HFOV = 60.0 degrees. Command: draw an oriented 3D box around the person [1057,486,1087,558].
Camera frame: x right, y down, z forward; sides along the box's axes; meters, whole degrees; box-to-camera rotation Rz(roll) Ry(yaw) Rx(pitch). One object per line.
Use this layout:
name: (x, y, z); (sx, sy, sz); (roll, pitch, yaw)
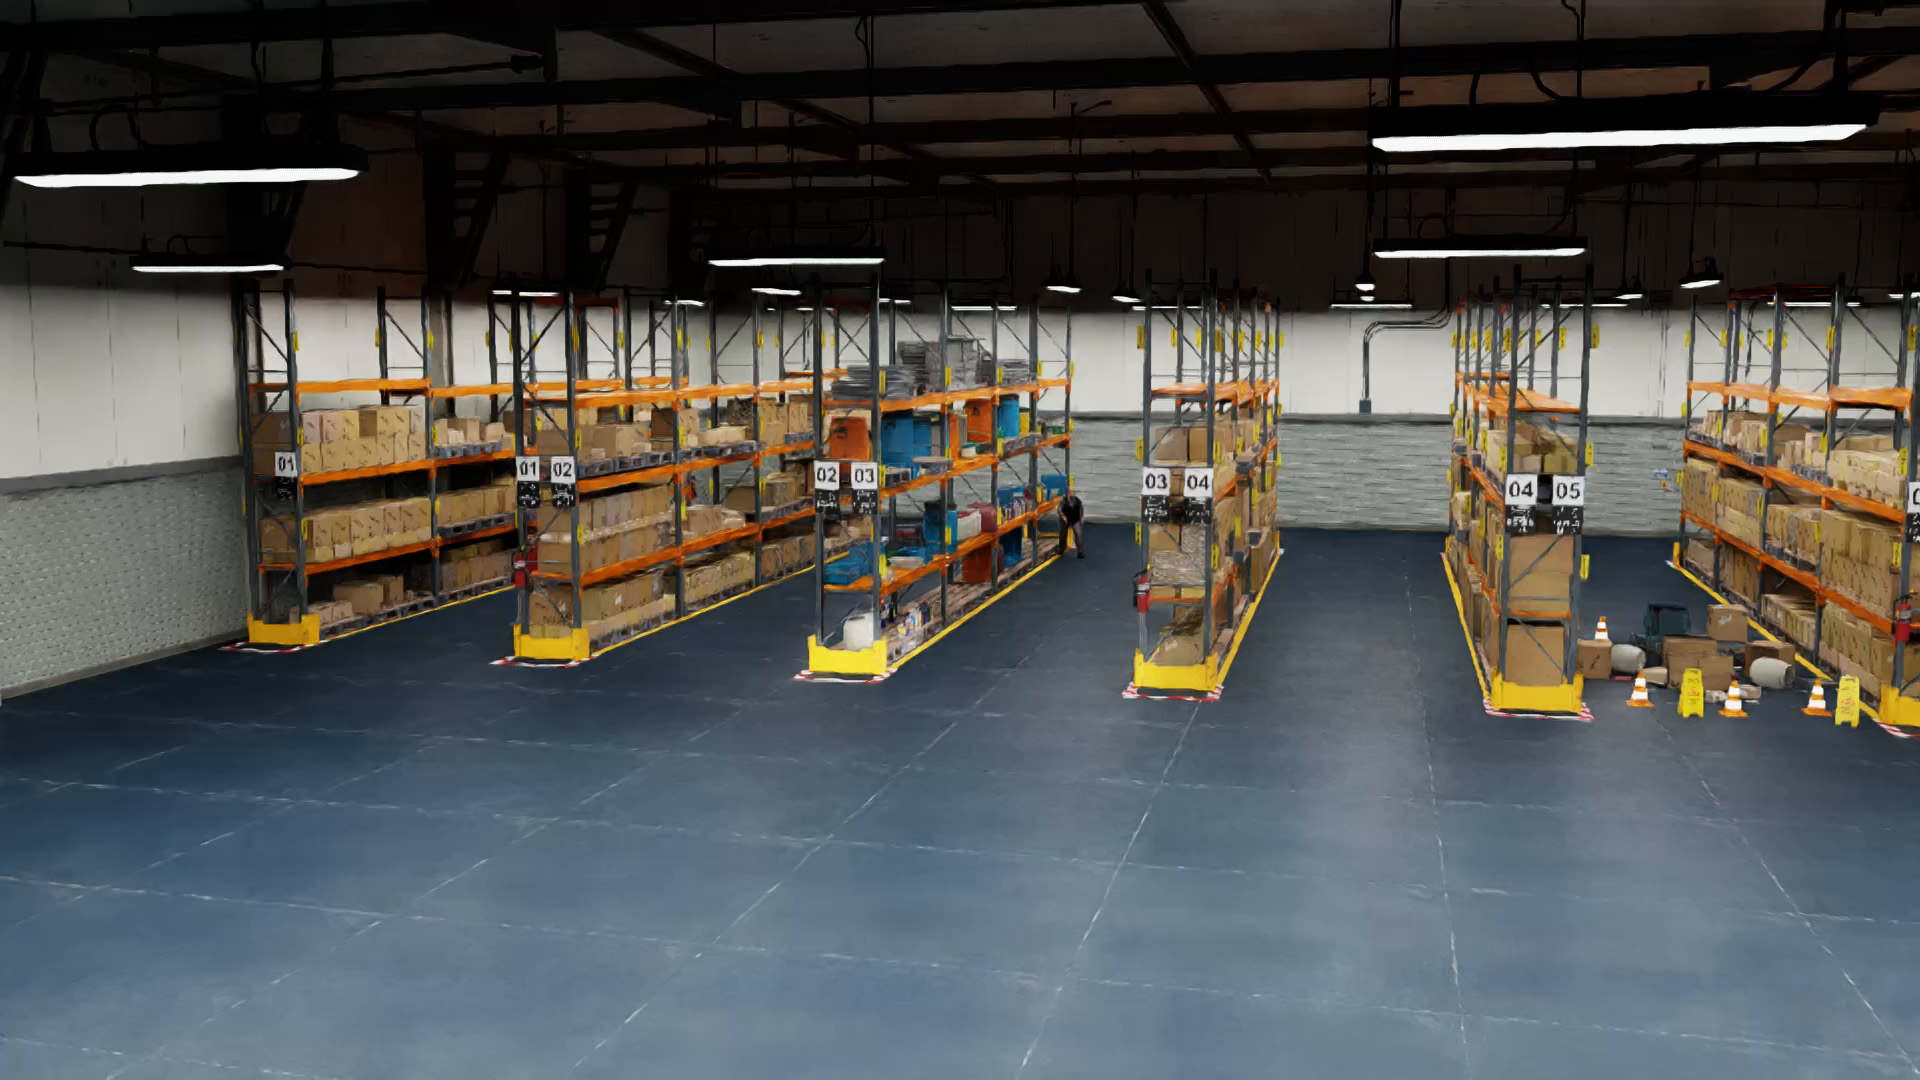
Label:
person: (2.560, -0.436, 38.471); (0.682, 1.662, 0.844); (0, 7, -3)

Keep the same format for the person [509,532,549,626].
person: (-7.491, 0.674, 29.266); (0.558, 1.658, 1.105); (2, 7, 19)
